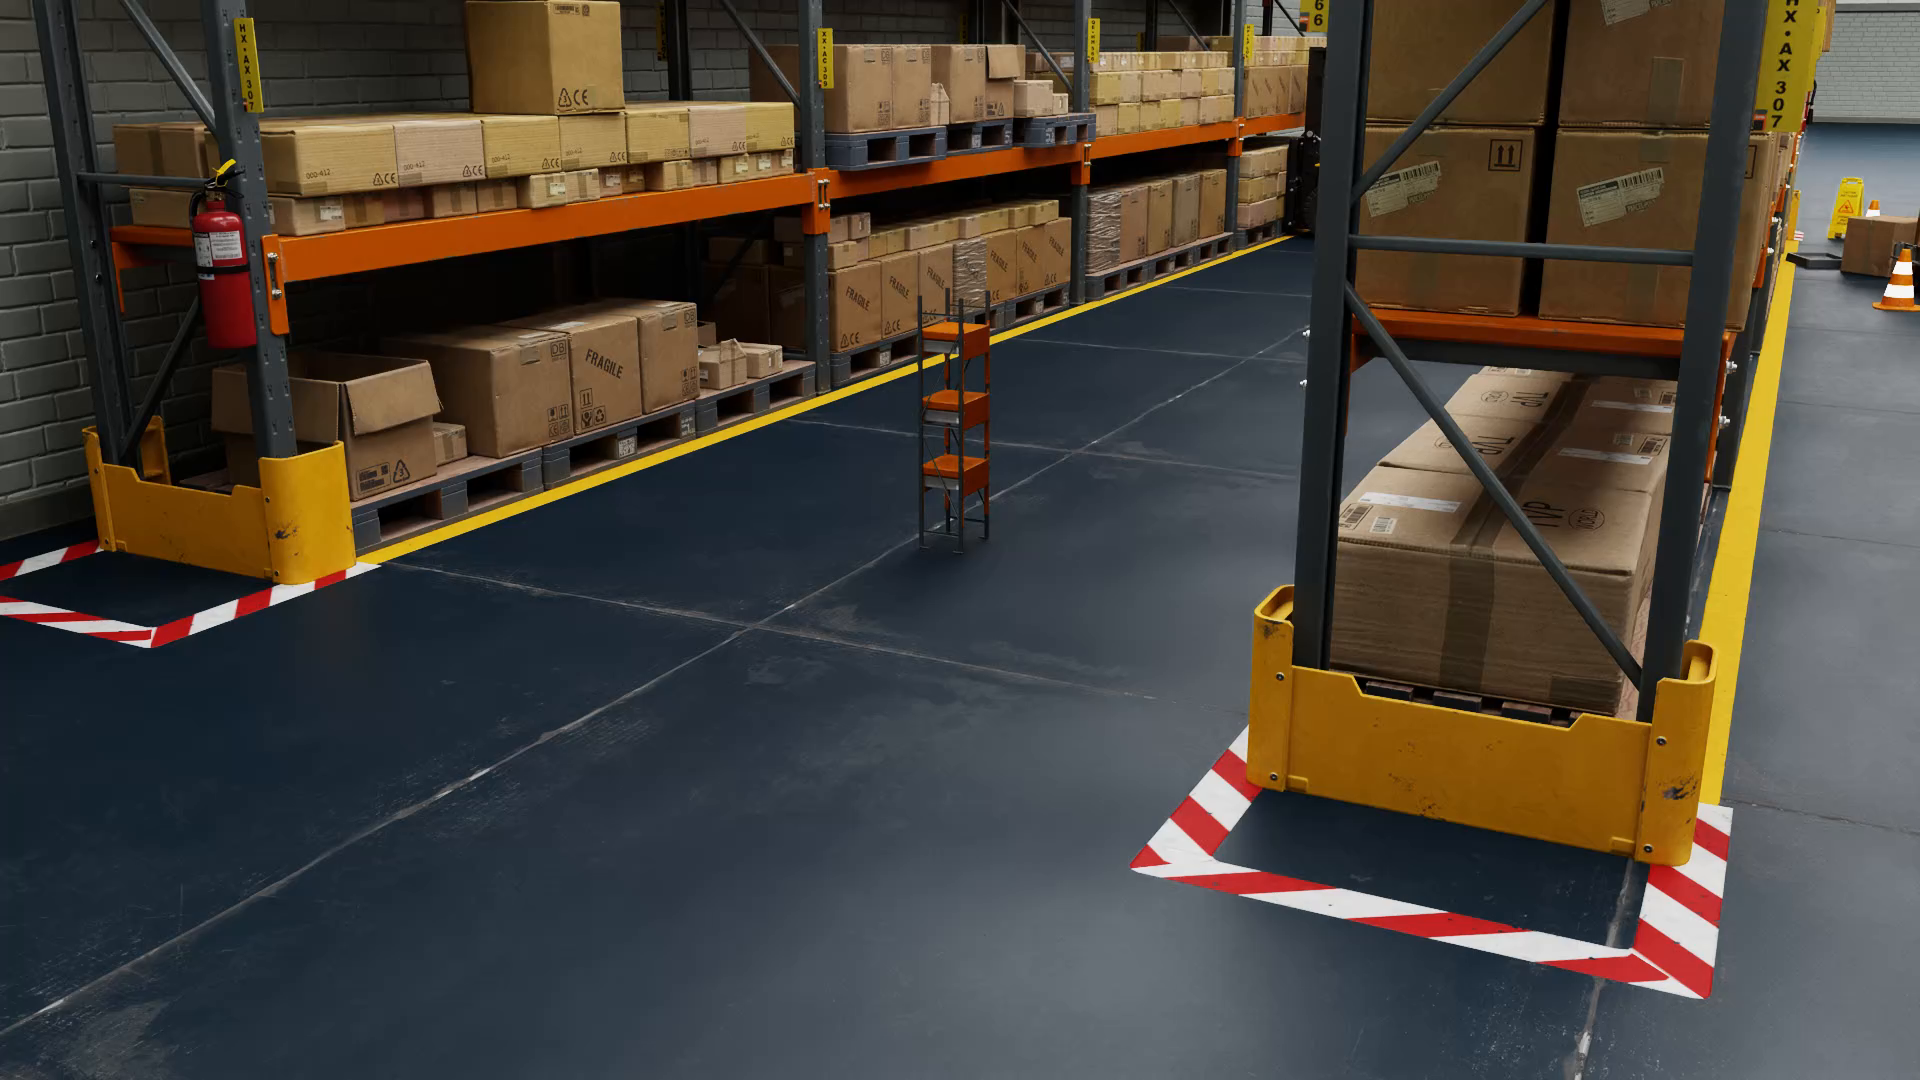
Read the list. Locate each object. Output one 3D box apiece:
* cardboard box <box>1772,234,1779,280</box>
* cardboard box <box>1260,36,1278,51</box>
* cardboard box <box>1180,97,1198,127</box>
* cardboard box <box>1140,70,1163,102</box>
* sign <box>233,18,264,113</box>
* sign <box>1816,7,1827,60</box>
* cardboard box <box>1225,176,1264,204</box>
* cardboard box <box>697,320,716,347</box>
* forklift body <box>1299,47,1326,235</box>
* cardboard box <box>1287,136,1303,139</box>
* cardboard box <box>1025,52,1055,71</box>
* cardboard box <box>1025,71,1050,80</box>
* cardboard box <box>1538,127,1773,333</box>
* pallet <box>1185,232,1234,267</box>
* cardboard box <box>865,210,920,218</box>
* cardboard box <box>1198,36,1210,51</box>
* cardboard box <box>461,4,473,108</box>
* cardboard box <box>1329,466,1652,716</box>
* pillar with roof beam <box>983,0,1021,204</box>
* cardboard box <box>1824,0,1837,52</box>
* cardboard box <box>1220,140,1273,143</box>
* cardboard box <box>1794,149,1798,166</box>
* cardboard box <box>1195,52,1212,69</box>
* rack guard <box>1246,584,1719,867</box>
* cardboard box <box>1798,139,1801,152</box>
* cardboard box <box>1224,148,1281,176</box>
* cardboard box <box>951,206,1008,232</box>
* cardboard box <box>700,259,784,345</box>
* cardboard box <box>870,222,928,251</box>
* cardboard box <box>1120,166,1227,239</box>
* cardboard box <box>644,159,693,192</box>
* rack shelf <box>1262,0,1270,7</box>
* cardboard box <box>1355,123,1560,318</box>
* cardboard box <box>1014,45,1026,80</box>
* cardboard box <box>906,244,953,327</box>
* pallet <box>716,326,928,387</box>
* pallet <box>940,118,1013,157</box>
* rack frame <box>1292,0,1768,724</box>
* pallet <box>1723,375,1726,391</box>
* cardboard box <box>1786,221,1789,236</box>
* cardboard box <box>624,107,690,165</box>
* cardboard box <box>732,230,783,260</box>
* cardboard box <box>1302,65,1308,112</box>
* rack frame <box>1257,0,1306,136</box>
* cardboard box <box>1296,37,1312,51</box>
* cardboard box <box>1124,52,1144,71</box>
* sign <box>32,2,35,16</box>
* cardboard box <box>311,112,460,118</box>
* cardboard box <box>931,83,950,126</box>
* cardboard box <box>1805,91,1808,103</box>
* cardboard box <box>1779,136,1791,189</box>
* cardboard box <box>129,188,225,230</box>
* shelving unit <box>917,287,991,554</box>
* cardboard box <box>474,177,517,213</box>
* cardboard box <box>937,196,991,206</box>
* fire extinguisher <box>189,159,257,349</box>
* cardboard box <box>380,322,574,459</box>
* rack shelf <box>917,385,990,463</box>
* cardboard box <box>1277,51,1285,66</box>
[{"bbox_3d":[5.905,-2.228,13.136,0.950,0.372,0.625,9,19,27],"label":"cardboard box"},{"bbox_3d":[3.079,-5.154,17.270,0.380,0.149,0.250,9,19,27],"label":"cardboard box"},{"bbox_3d":[1.862,-3.927,15.241,0.500,0.250,0.500,8,18,26],"label":"cardboard box"},{"bbox_3d":[1.427,-3.901,14.276,0.500,0.250,0.500,8,18,24],"label":"cardboard box"},{"bbox_3d":[-2.554,-1.701,5.963,0.100,0.325,0.005,8,18,25],"label":"sign"},{"bbox_3d":[5.475,-3.248,10.657,0.100,0.325,0.005,8,18,25],"label":"sign"},{"bbox_3d":[2.815,-3.619,17.153,0.500,0.250,0.500,8,18,25],"label":"cardboard box"},{"bbox_3d":[-1.759,-1.148,9.607,0.500,0.311,0.500,9,19,27],"label":"cardboard box"},{"bbox_3d":[4.895,-4.309,17.754,2.313,2.155,1.214,8,18,25],"label":"forklift body"},{"bbox_3d":[4.183,-4.636,19.701,0.500,0.250,0.500,9,19,27],"label":"cardboard box"},{"bbox_3d":[0.687,-4.000,13.907,0.380,0.149,0.250,8,18,25],"label":"cardboard box"},{"bbox_3d":[0.487,-3.711,13.634,0.500,0.250,0.500,9,19,27],"label":"cardboard box"},{"bbox_3d":[1.874,-0.858,4.471,0.500,0.500,0.500,8,18,25],"label":"cardboard box"},{"bbox_3d":[2.028,-2.883,16.359,1.003,0.211,1.213,8,18,25],"label":"pallet"},{"bbox_3d":[-0.507,-2.278,11.938,0.380,0.149,0.250,8,18,26],"label":"cardboard box"},{"bbox_3d":[2.344,-5.092,17.062,0.380,0.149,0.250,8,18,24],"label":"cardboard box"},{"bbox_3d":[-2.156,-2.459,8.458,0.500,0.500,0.500,8,18,24],"label":"cardboard box"},{"bbox_3d":[1.608,0.121,5.110,0.875,0.438,0.875,7,18,24],"label":"cardboard box"},{"bbox_3d":[4.163,-6.168,11.986,9.100,9.000,0.400,8,18,25],"label":"pillar with roof beam"},{"bbox_3d":[8.151,-5.041,16.275,0.700,0.500,0.500,8,18,25],"label":"cardboard box"},{"bbox_3d":[3.273,-4.441,19.044,0.500,0.250,0.500,8,18,25],"label":"cardboard box"},{"bbox_3d":[7.380,-3.475,15.091,0.380,0.149,0.250,8,18,26],"label":"cardboard box"},{"bbox_3d":[2.114,-4.448,15.417,0.380,0.149,0.250,7,18,24],"label":"cardboard box"},{"bbox_3d":[1.392,0.480,4.531,1.175,0.500,0.348,8,18,25],"label":"rack guard"},{"bbox_3d":[8.324,-4.015,16.908,0.380,0.149,0.250,9,19,27],"label":"cardboard box"},{"bbox_3d":[3.057,-3.987,17.514,0.500,0.250,0.500,8,18,25],"label":"cardboard box"},{"bbox_3d":[0.131,-2.353,12.190,0.380,0.149,0.250,9,19,27],"label":"cardboard box"},{"bbox_3d":[-1.297,-1.540,10.593,0.500,0.500,0.500,8,18,25],"label":"cardboard box"},{"bbox_3d":[-0.439,-2.023,11.082,0.380,0.149,0.250,8,18,25],"label":"cardboard box"},{"bbox_3d":[2.099,-3.341,16.436,0.875,0.625,0.625,9,19,28],"label":"cardboard box"},{"bbox_3d":[-1.591,-1.870,8.493,0.380,0.149,0.250,8,18,25],"label":"cardboard box"},{"bbox_3d":[3.216,-6.014,18.001,1.077,0.370,4.000,8,18,25],"label":"rack shelf"},{"bbox_3d":[1.382,-0.929,4.709,0.500,0.500,0.500,8,18,26],"label":"cardboard box"},{"bbox_3d":[0.165,-3.531,12.731,0.500,0.500,0.500,9,19,28],"label":"cardboard box"},{"bbox_3d":[-0.379,-1.735,11.251,0.500,0.500,0.500,8,18,24],"label":"cardboard box"},{"bbox_3d":[-0.922,-1.249,10.860,1.003,0.211,1.213,8,18,25],"label":"pallet"},{"bbox_3d":[-0.330,-2.805,11.537,1.003,0.211,1.213,8,18,25],"label":"pallet"},{"bbox_3d":[1.403,-0.725,4.196,1.000,3.000,0.127,8,18,25],"label":"rack frame"},{"bbox_3d":[4.011,-0.925,9.768,1.003,0.211,1.213,8,18,25],"label":"pallet"},{"bbox_3d":[7.964,-3.178,16.549,0.500,0.250,0.500,7,18,23],"label":"cardboard box"},{"bbox_3d":[-1.707,-2.029,8.329,0.500,0.250,0.500,8,18,25],"label":"cardboard box"},{"bbox_3d":[-1.233,-1.886,10.620,0.380,0.149,0.250,8,18,25],"label":"cardboard box"},{"bbox_3d":[3.656,-5.058,18.611,0.500,0.500,0.500,8,18,24],"label":"cardboard box"},{"bbox_3d":[4.110,-5.431,20.040,1.000,3.000,0.127,8,18,25],"label":"rack frame"},{"bbox_3d":[3.658,-5.476,18.357,0.380,0.149,0.250,8,19,26],"label":"cardboard box"},{"bbox_3d":[1.342,-4.068,14.139,0.380,0.149,0.250,8,18,26],"label":"cardboard box"},{"bbox_3d":[-3.527,-2.138,6.364,0.100,0.325,0.005,8,18,25],"label":"sign"},{"bbox_3d":[-2.614,-1.834,7.671,0.500,0.250,0.500,9,19,27],"label":"cardboard box"},{"bbox_3d":[-0.288,-2.816,10.736,0.396,0.266,0.258,9,19,28],"label":"cardboard box"},{"bbox_3d":[8.328,-4.690,16.850,0.500,0.500,0.500,8,18,25],"label":"cardboard box"},{"bbox_3d":[4.096,-2.011,8.789,0.500,0.250,0.500,8,18,25],"label":"cardboard box"},{"bbox_3d":[-3.132,-1.353,6.754,0.380,0.149,0.250,8,18,25],"label":"cardboard box"},{"bbox_3d":[-0.024,-0.490,6.829,0.215,1.050,0.252,8,18,25],"label":"shelving unit"},{"bbox_3d":[-2.207,-1.551,7.418,0.380,0.149,0.250,8,19,26],"label":"cardboard box"},{"bbox_3d":[0.023,-2.614,13.070,0.380,0.149,0.250,9,19,28],"label":"cardboard box"},{"bbox_3d":[-2.692,-1.043,6.059,0.296,0.674,0.183,8,18,25],"label":"fire extinguisher"},{"bbox_3d":[-2.265,-0.715,7.816,0.700,0.500,0.500,9,19,28],"label":"cardboard box"},{"bbox_3d":[-0.024,-0.479,6.832,0.215,0.259,0.240,8,18,25],"label":"rack shelf"},{"bbox_3d":[3.201,-5.075,17.526,0.380,0.149,0.250,8,18,25],"label":"cardboard box"}]
